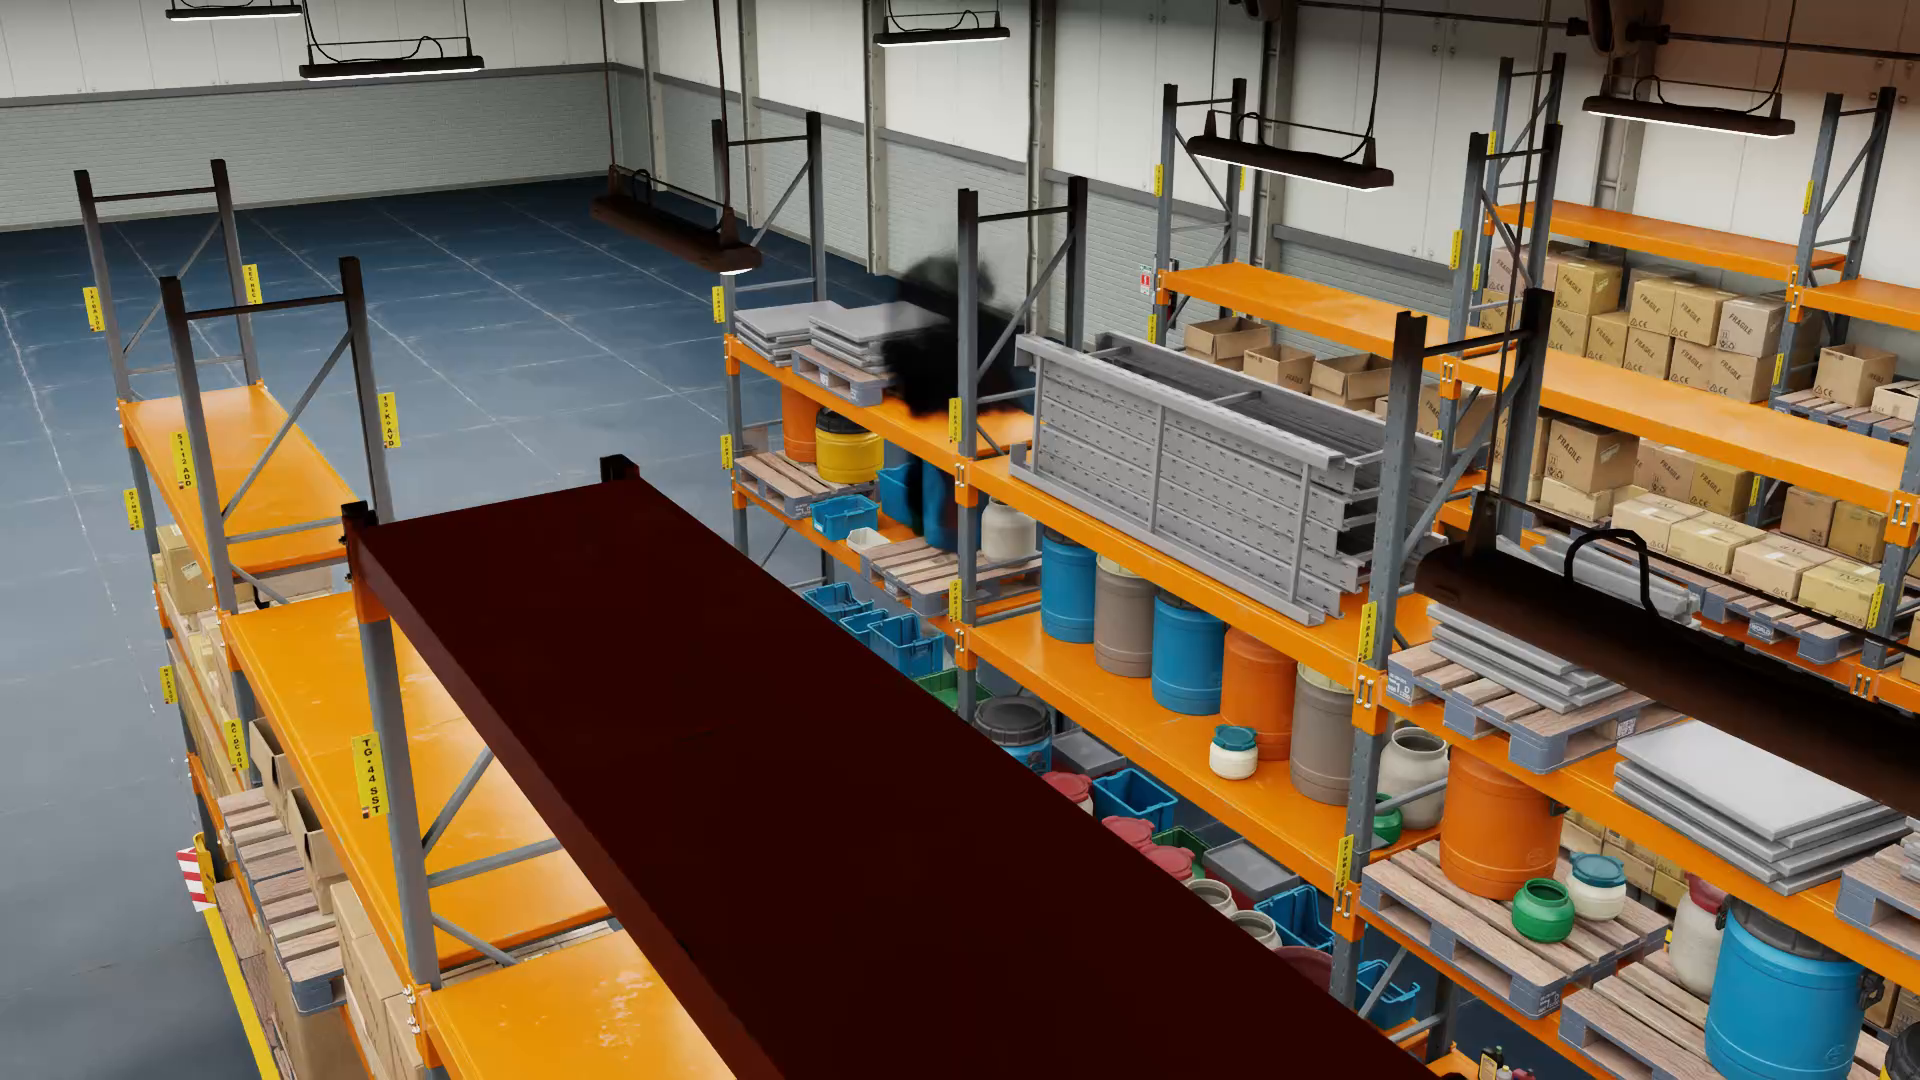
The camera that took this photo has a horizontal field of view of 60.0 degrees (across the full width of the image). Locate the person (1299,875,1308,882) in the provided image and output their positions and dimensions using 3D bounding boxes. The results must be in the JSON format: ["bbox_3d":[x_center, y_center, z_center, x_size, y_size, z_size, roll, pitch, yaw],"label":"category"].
[{"bbox_3d":[3.228,2.196,13.626,0.602,1.645,0.913,-19,29,-39],"label":"person"}]

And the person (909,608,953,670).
[{"bbox_3d":[-0.288,0.842,17.112,0.625,1.617,0.600,17,27,36],"label":"person"}]
